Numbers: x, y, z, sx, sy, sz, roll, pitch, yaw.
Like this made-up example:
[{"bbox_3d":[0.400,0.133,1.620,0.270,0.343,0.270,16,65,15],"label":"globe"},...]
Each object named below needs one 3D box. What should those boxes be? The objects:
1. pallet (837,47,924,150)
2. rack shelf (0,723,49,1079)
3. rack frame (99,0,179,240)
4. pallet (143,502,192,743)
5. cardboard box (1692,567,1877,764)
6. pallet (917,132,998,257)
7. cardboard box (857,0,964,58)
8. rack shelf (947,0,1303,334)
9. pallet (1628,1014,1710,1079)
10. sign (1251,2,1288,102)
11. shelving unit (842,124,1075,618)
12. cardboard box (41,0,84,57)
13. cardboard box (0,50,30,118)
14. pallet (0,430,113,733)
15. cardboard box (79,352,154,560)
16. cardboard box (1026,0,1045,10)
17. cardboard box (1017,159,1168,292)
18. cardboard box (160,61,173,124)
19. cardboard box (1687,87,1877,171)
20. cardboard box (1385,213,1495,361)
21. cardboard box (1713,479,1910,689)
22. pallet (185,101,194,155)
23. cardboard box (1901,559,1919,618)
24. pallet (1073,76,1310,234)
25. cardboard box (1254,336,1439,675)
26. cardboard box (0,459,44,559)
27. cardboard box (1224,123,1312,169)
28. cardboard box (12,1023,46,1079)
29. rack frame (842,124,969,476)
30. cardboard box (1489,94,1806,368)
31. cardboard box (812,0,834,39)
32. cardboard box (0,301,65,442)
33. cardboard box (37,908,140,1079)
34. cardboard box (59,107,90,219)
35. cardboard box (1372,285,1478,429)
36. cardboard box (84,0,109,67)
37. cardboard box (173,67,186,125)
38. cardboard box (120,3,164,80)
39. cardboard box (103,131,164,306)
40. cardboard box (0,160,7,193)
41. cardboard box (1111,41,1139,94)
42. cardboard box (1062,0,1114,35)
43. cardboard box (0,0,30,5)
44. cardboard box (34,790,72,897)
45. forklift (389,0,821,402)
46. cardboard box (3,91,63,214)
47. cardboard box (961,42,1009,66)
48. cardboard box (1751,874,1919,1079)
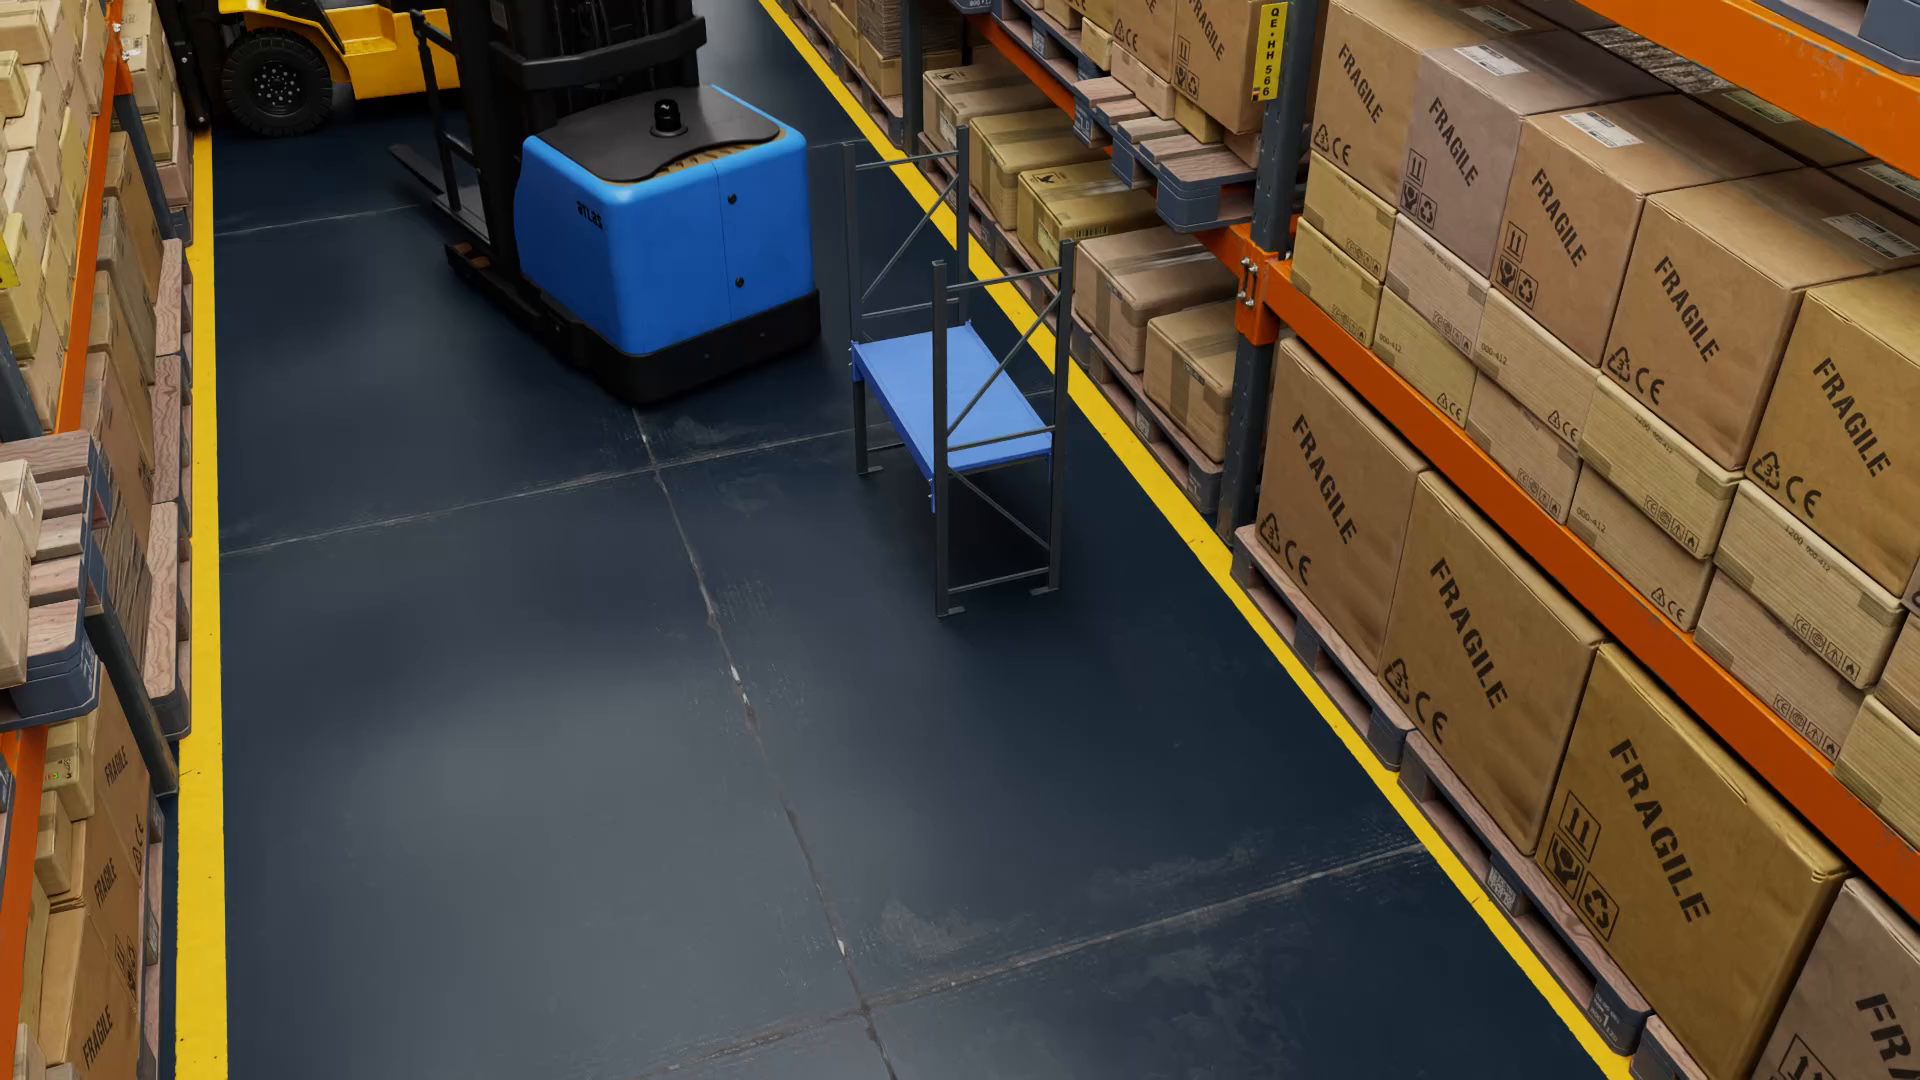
[{"bbox_3d":[-0.108,-2.817,10.315,1.003,0.211,1.213,-12,39,-16],"label":"pallet"},{"bbox_3d":[-2.438,1.148,3.331,1.077,0.370,4.000,-12,39,-16],"label":"rack shelf"},{"bbox_3d":[-4.503,-2.529,7.614,1.000,3.000,0.127,-12,39,-16],"label":"rack frame"},{"bbox_3d":[-3.373,0.371,6.082,1.003,0.211,1.213,-12,39,-16],"label":"pallet"},{"bbox_3d":[2.188,0.242,4.060,0.500,0.250,0.500,-13,39,-17],"label":"cardboard box"},{"bbox_3d":[0.426,-2.006,9.237,1.003,0.211,1.213,-12,39,-16],"label":"pallet"},{"bbox_3d":[-0.299,-3.206,9.827,0.500,0.500,0.500,-13,39,-17],"label":"cardboard box"},{"bbox_3d":[0.845,-2.142,7.698,1.077,0.370,4.000,-12,39,-16],"label":"rack shelf"},{"bbox_3d":[2.573,1.654,4.379,1.003,0.211,1.213,-12,39,-16],"label":"pallet"},{"bbox_3d":[1.027,-1.612,5.501,0.100,0.325,0.005,-12,39,-16],"label":"sign"},{"bbox_3d":[-0.029,-0.647,6.363,0.538,1.500,1.048,-12,39,-16],"label":"shelving unit"},{"bbox_3d":[-3.910,-2.155,6.827,0.500,0.250,0.500,-13,39,-17],"label":"cardboard box"},{"bbox_3d":[-3.413,-1.536,5.674,0.380,0.149,0.250,-12,39,-15],"label":"cardboard box"},{"bbox_3d":[-2.827,0.176,4.183,1.213,0.211,1.003,-12,39,-16],"label":"pallet"},{"bbox_3d":[-3.560,-0.211,6.162,0.875,0.625,0.625,-11,38,-14],"label":"cardboard box"},{"bbox_3d":[0.472,-2.507,7.444,0.380,0.149,0.250,-11,38,-14],"label":"cardboard box"},{"bbox_3d":[0.831,-1.583,8.194,0.950,0.372,0.625,-11,38,-14],"label":"cardboard box"},{"bbox_3d":[-4.555,-2.419,8.990,0.500,0.250,0.500,-13,39,-16],"label":"cardboard box"},{"bbox_3d":[2.305,-0.931,4.578,0.500,0.500,0.500,-12,39,-16],"label":"cardboard box"},{"bbox_3d":[1.652,-0.809,5.041,0.500,0.250,0.500,-12,39,-15],"label":"cardboard box"},{"bbox_3d":[2.167,0.050,3.900,0.500,0.250,0.500,-12,38,-15],"label":"cardboard box"},{"bbox_3d":[-5.161,-2.564,9.978,1.003,0.211,1.213,-12,39,-16],"label":"pallet"},{"bbox_3d":[2.335,0.030,3.303,0.500,0.500,0.500,-12,39,-15],"label":"cardboard box"},{"bbox_3d":[1.188,-1.603,6.545,1.213,0.211,1.003,-12,39,-16],"label":"pallet"},{"bbox_3d":[1.693,-0.211,5.954,0.875,0.875,0.875,-13,39,-16],"label":"cardboard box"},{"bbox_3d":[-2.540,-0.045,4.177,0.380,0.149,0.250,-12,39,-15],"label":"cardboard box"},{"bbox_3d":[1.199,-1.503,6.112,0.380,0.149,0.250,-11,38,-14],"label":"cardboard box"},{"bbox_3d":[-2.289,1.284,3.742,0.380,0.149,0.250,-14,39,-18],"label":"cardboard box"},{"bbox_3d":[-0.204,-0.934,6.744,0.500,1.500,0.032,-12,39,-16],"label":"rack frame"},{"bbox_3d":[1.816,-0.836,4.452,0.500,0.500,0.500,-11,38,-15],"label":"cardboard box"},{"bbox_3d":[-0.663,-3.494,10.831,0.500,0.250,0.500,-12,39,-15],"label":"cardboard box"},{"bbox_3d":[-3.050,-0.511,5.060,0.500,0.250,0.500,-12,39,-16],"label":"cardboard box"},{"bbox_3d":[-2.434,1.336,4.212,0.500,0.500,0.500,-11,38,-14],"label":"cardboard box"},{"bbox_3d":[-3.579,-1.379,6.212,0.500,0.250,0.500,-11,38,-14],"label":"cardboard box"},{"bbox_3d":[1.658,-0.624,5.210,0.500,0.250,0.500,-14,39,-17],"label":"cardboard box"},{"bbox_3d":[-4.084,-2.239,7.354,0.500,0.250,0.500,-12,39,-15],"label":"cardboard box"},{"bbox_3d":[-4.739,-2.511,9.527,0.500,0.250,0.500,-12,39,-15],"label":"cardboard box"},{"bbox_3d":[-4.541,-2.627,8.850,0.500,0.250,0.500,-12,39,-16],"label":"cardboard box"},{"bbox_3d":[-4.313,-1.456,7.814,0.875,0.625,0.625,-11,38,-14],"label":"cardboard box"},{"bbox_3d":[-3.165,-1.100,5.095,0.380,0.149,0.250,-11,38,-15],"label":"cardboard box"},{"bbox_3d":[0.831,-1.916,6.661,0.380,0.149,0.250,-14,39,-18],"label":"cardboard box"},{"bbox_3d":[0.752,-2.400,6.763,0.500,0.500,0.500,-15,40,-19],"label":"cardboard box"},{"bbox_3d":[-3.709,-1.965,6.244,0.380,0.149,0.250,-12,39,-16],"label":"cardboard box"},{"bbox_3d":[-2.546,0.834,4.339,0.380,0.149,0.250,-14,39,-17],"label":"cardboard box"},{"bbox_3d":[-1.982,-2.609,7.778,1.130,2.935,3.031,-26,44,-30],"label":"forklift"},{"bbox_3d":[-3.384,-1.293,5.683,0.500,0.250,0.500,-13,39,-17],"label":"cardboard box"},{"bbox_3d":[0.207,-3.017,10.199,0.500,0.250,0.500,-14,39,-18],"label":"cardboard box"},{"bbox_3d":[2.621,1.308,3.938,0.875,0.875,0.875,-11,38,-15],"label":"cardboard box"}]
